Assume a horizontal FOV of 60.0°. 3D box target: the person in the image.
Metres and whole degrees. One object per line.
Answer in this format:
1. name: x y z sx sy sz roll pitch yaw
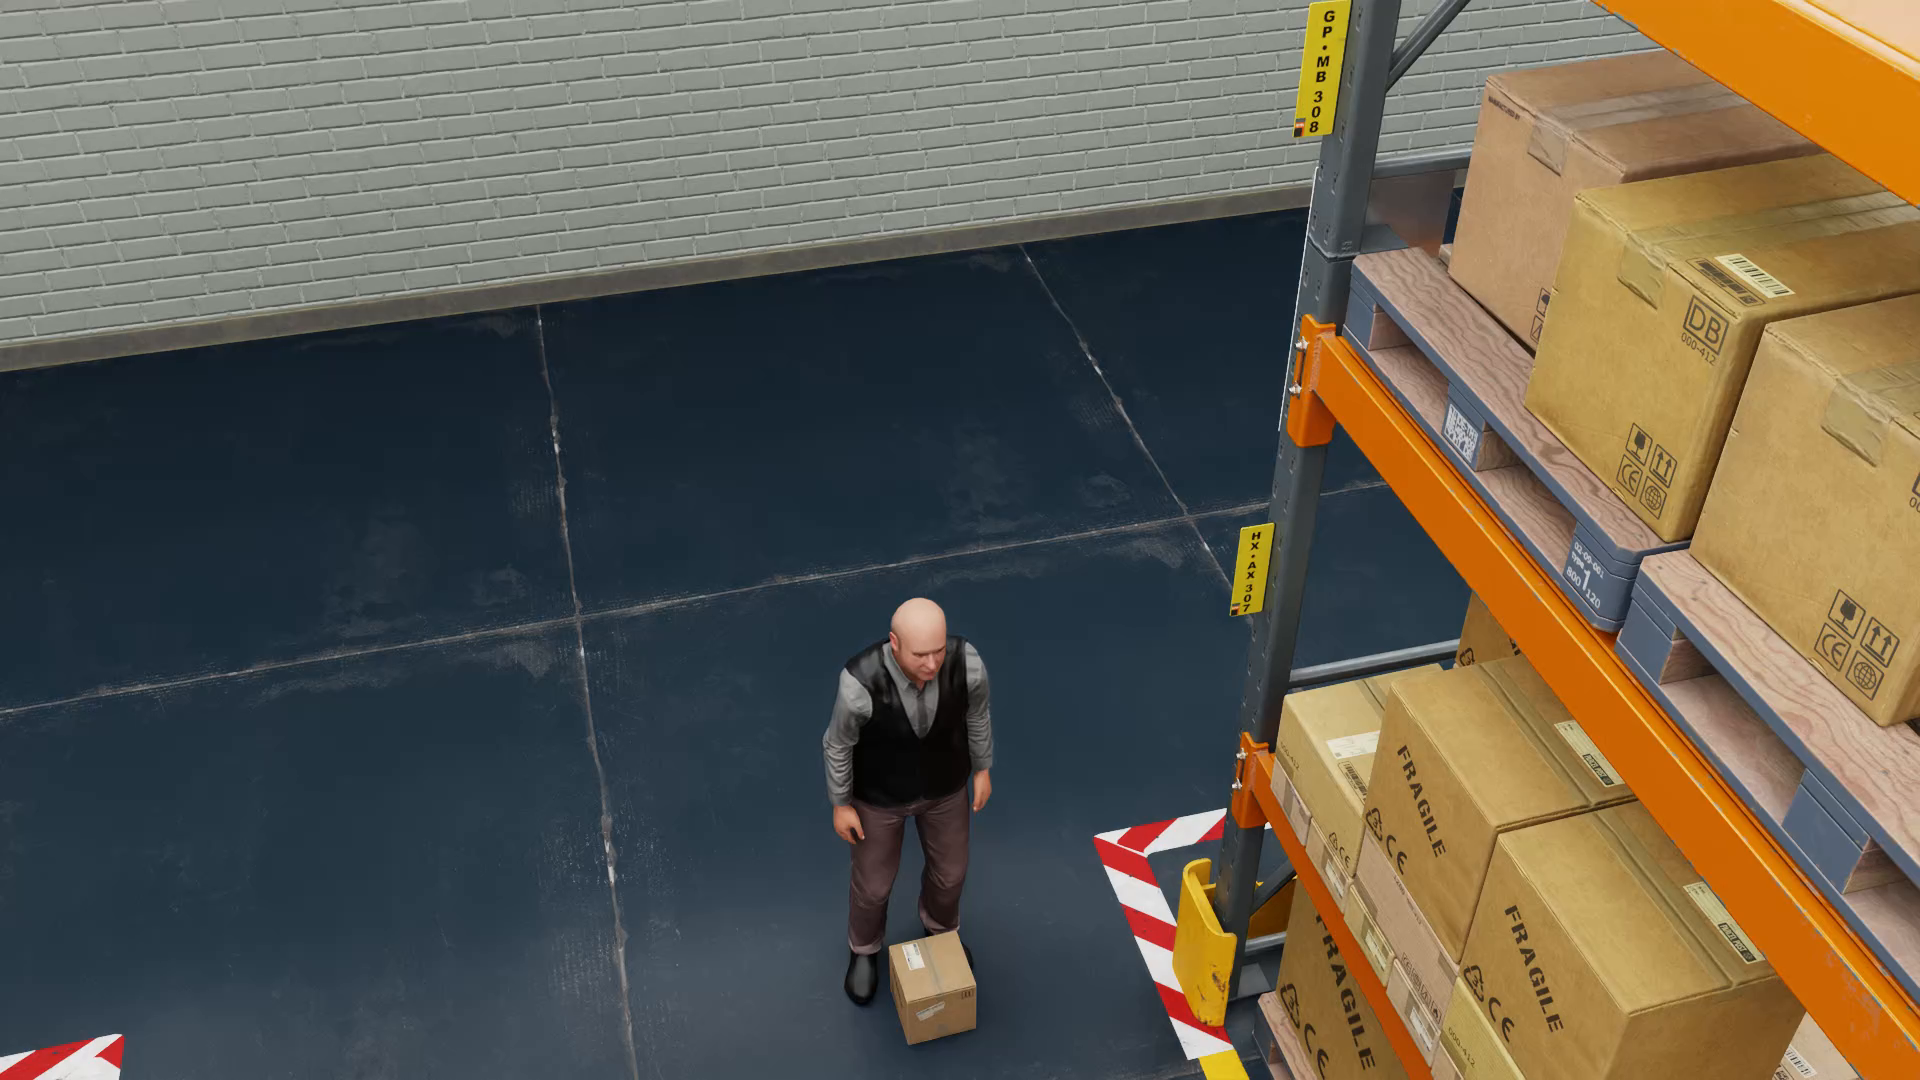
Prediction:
1. person: -0.172 0.839 5.659 0.592 1.720 0.421 -12 39 -15
